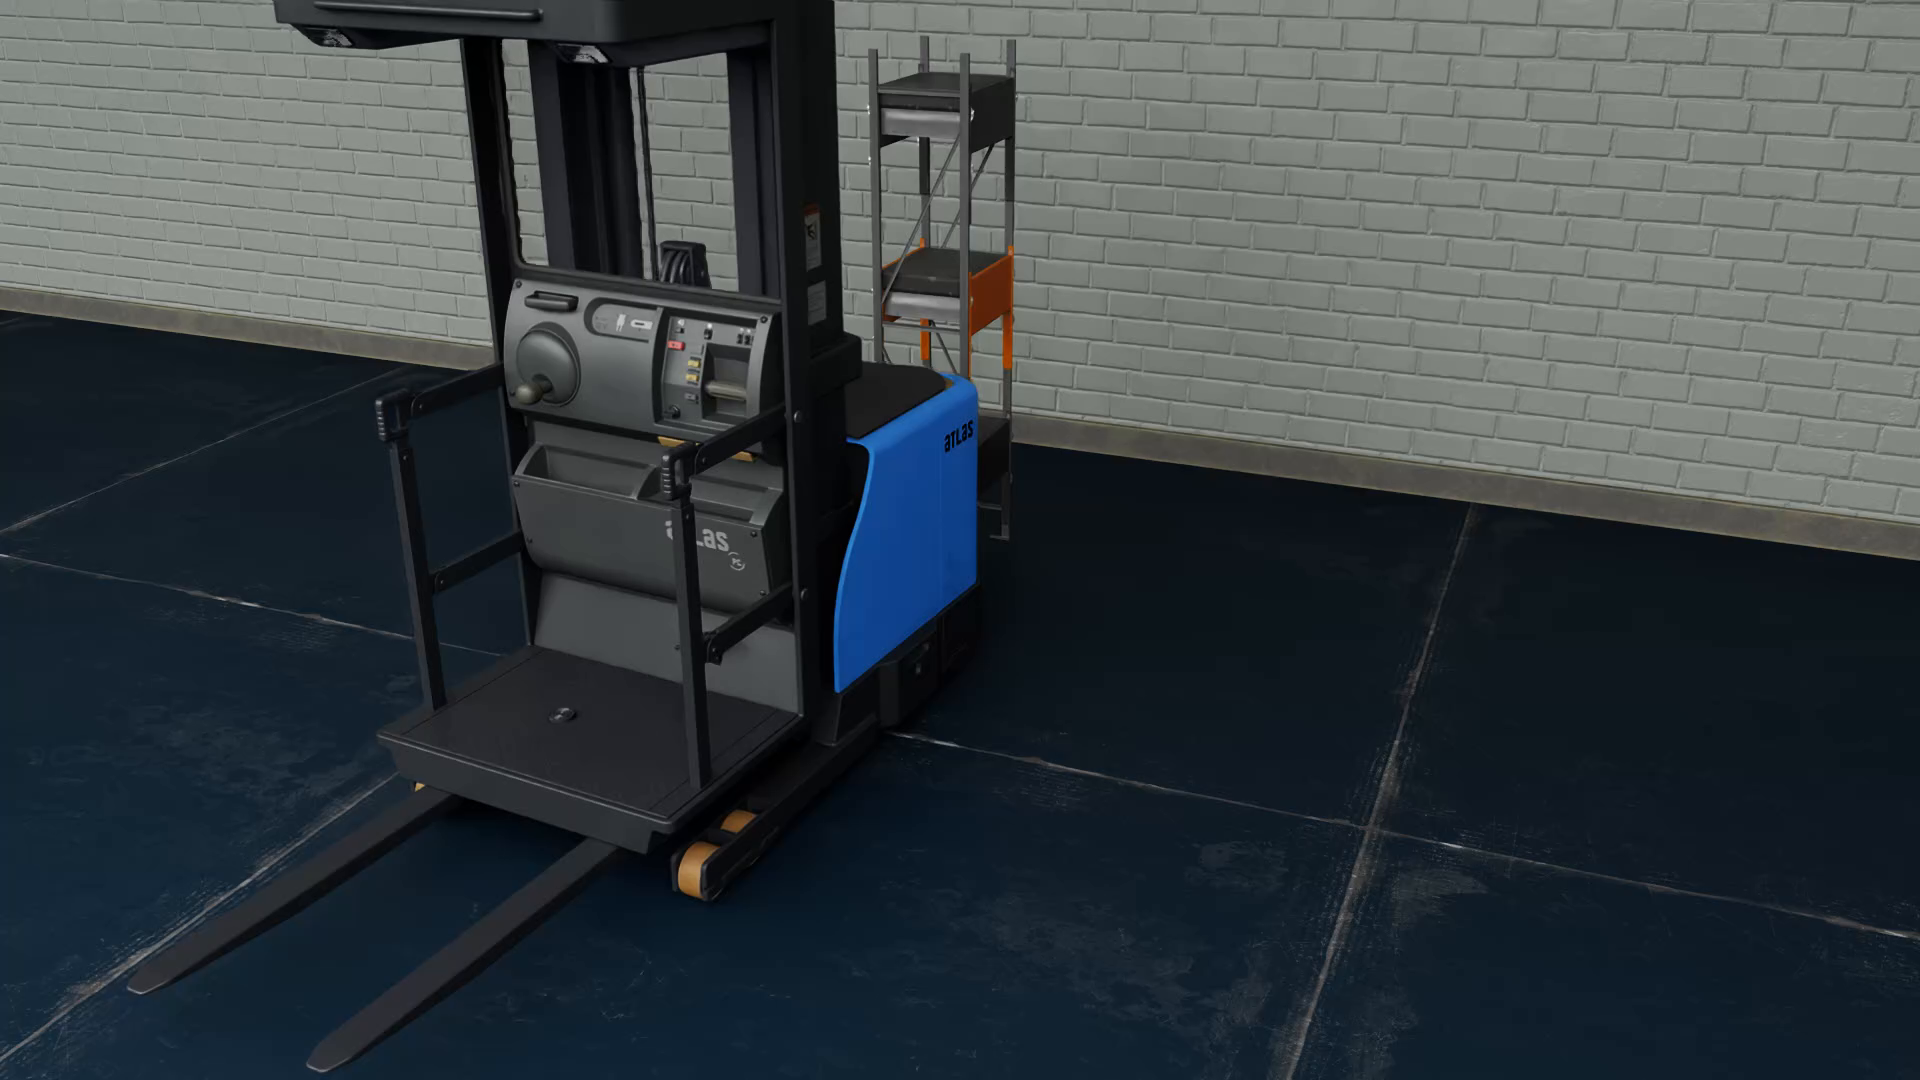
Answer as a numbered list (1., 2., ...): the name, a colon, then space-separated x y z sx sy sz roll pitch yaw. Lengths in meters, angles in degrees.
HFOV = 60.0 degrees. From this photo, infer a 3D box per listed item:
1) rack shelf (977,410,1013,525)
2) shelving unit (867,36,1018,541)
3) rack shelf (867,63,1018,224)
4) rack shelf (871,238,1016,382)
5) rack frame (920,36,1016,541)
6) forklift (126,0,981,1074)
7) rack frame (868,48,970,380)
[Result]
1. rack shelf: -0.061 -0.251 6.979 0.431 0.518 0.480 9 24 20
2. shelving unit: -0.061 -0.910 6.703 0.431 2.100 0.503 9 24 20
3. rack shelf: -0.062 -1.543 6.439 0.431 0.518 0.480 9 24 20
4. rack shelf: -0.061 -0.897 6.709 0.431 0.518 0.480 9 24 20
5. rack frame: 0.029 -0.997 6.913 0.400 2.100 0.015 9 24 20
6. forklift: -1.046 -0.514 4.678 1.130 2.935 3.031 11 25 25
7. rack frame: -0.152 -0.822 6.494 0.400 2.100 0.015 9 24 20
